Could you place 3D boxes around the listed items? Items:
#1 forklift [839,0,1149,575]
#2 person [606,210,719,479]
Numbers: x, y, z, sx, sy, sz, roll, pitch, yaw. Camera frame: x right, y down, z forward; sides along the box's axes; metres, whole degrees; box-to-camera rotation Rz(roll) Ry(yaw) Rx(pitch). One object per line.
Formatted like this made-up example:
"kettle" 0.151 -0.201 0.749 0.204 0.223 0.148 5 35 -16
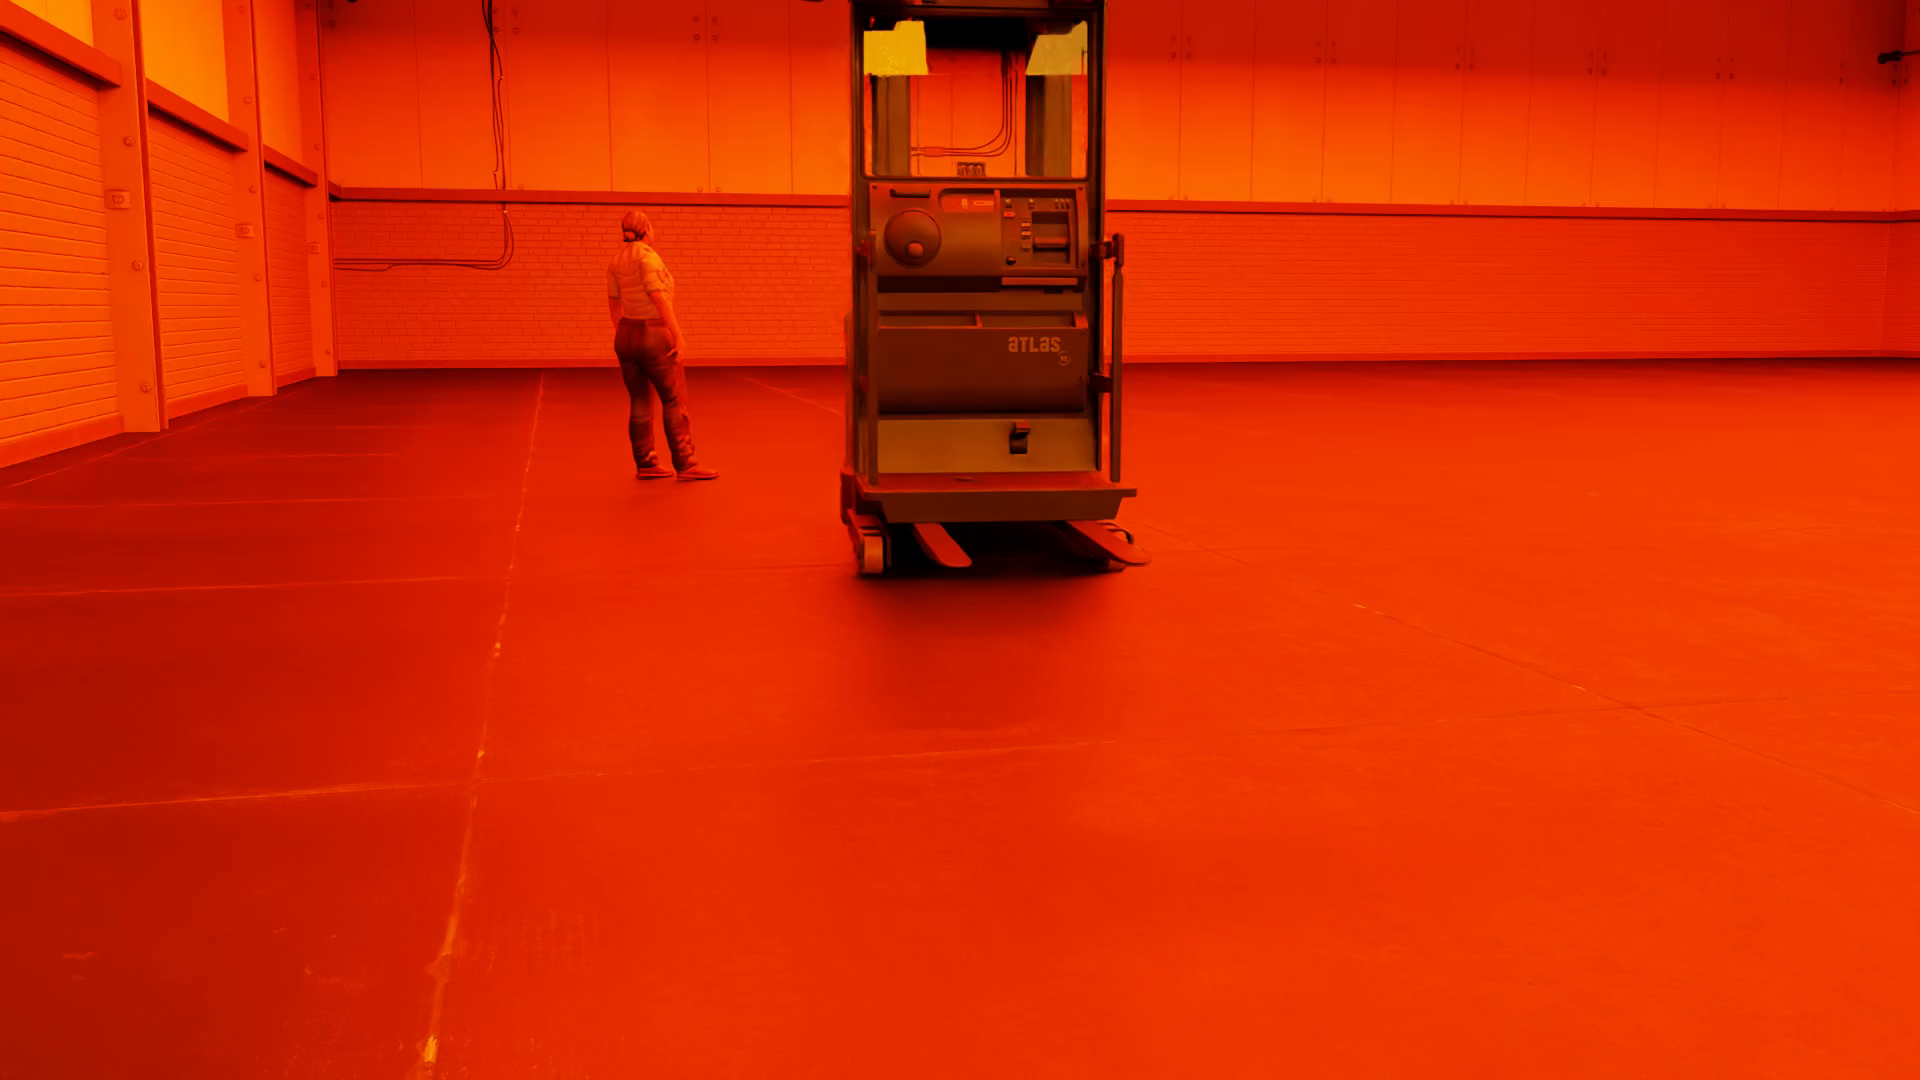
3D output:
"forklift" 0.109 -1.359 6.842 1.130 2.935 3.031 -1 8 -7
"person" -1.871 -1.209 10.358 0.598 1.652 0.491 7 10 40
